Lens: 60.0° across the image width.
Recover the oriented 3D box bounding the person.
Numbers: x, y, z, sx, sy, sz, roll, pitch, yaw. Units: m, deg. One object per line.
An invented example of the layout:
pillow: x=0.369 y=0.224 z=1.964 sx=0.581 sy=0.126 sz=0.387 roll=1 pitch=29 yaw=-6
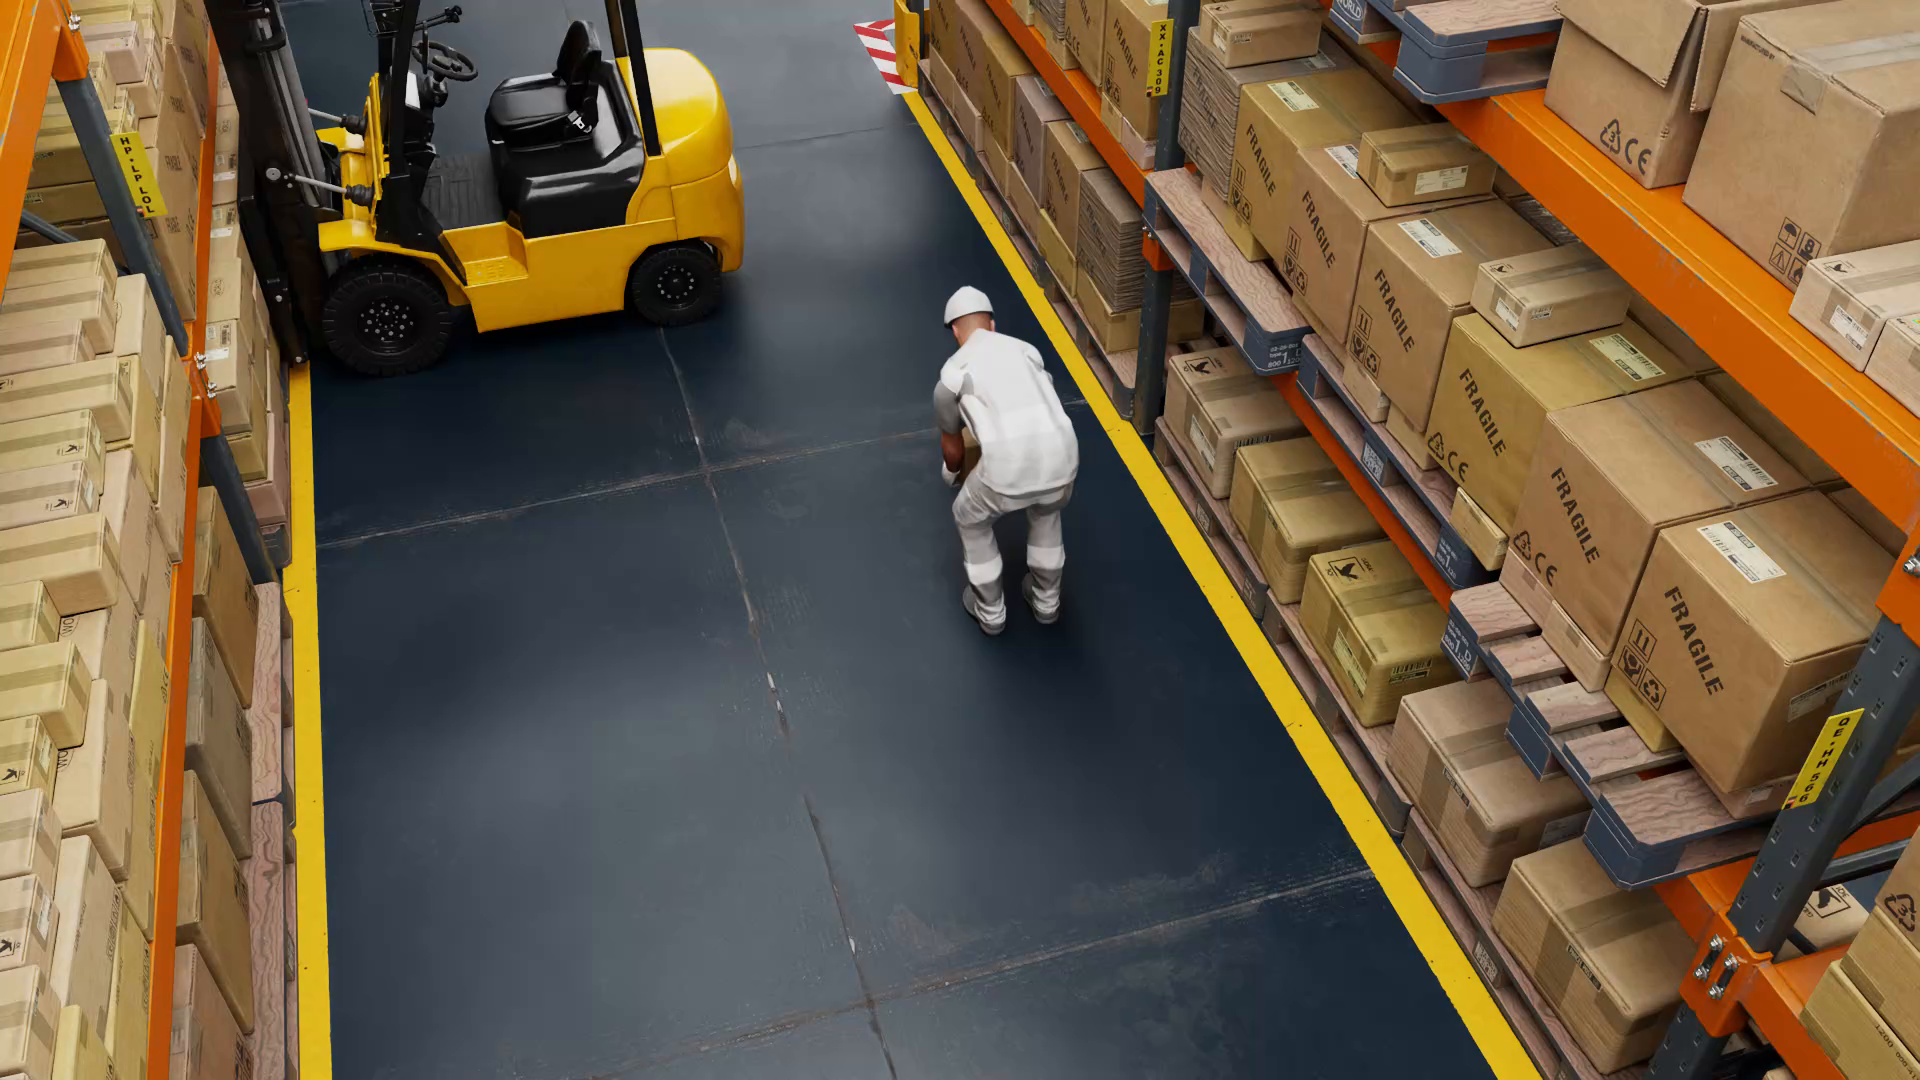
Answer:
person: x=6.424 y=-12.394 z=20.352 sx=24.410 sy=1.287 sz=30.829 roll=-13 pitch=44 yaw=-14
